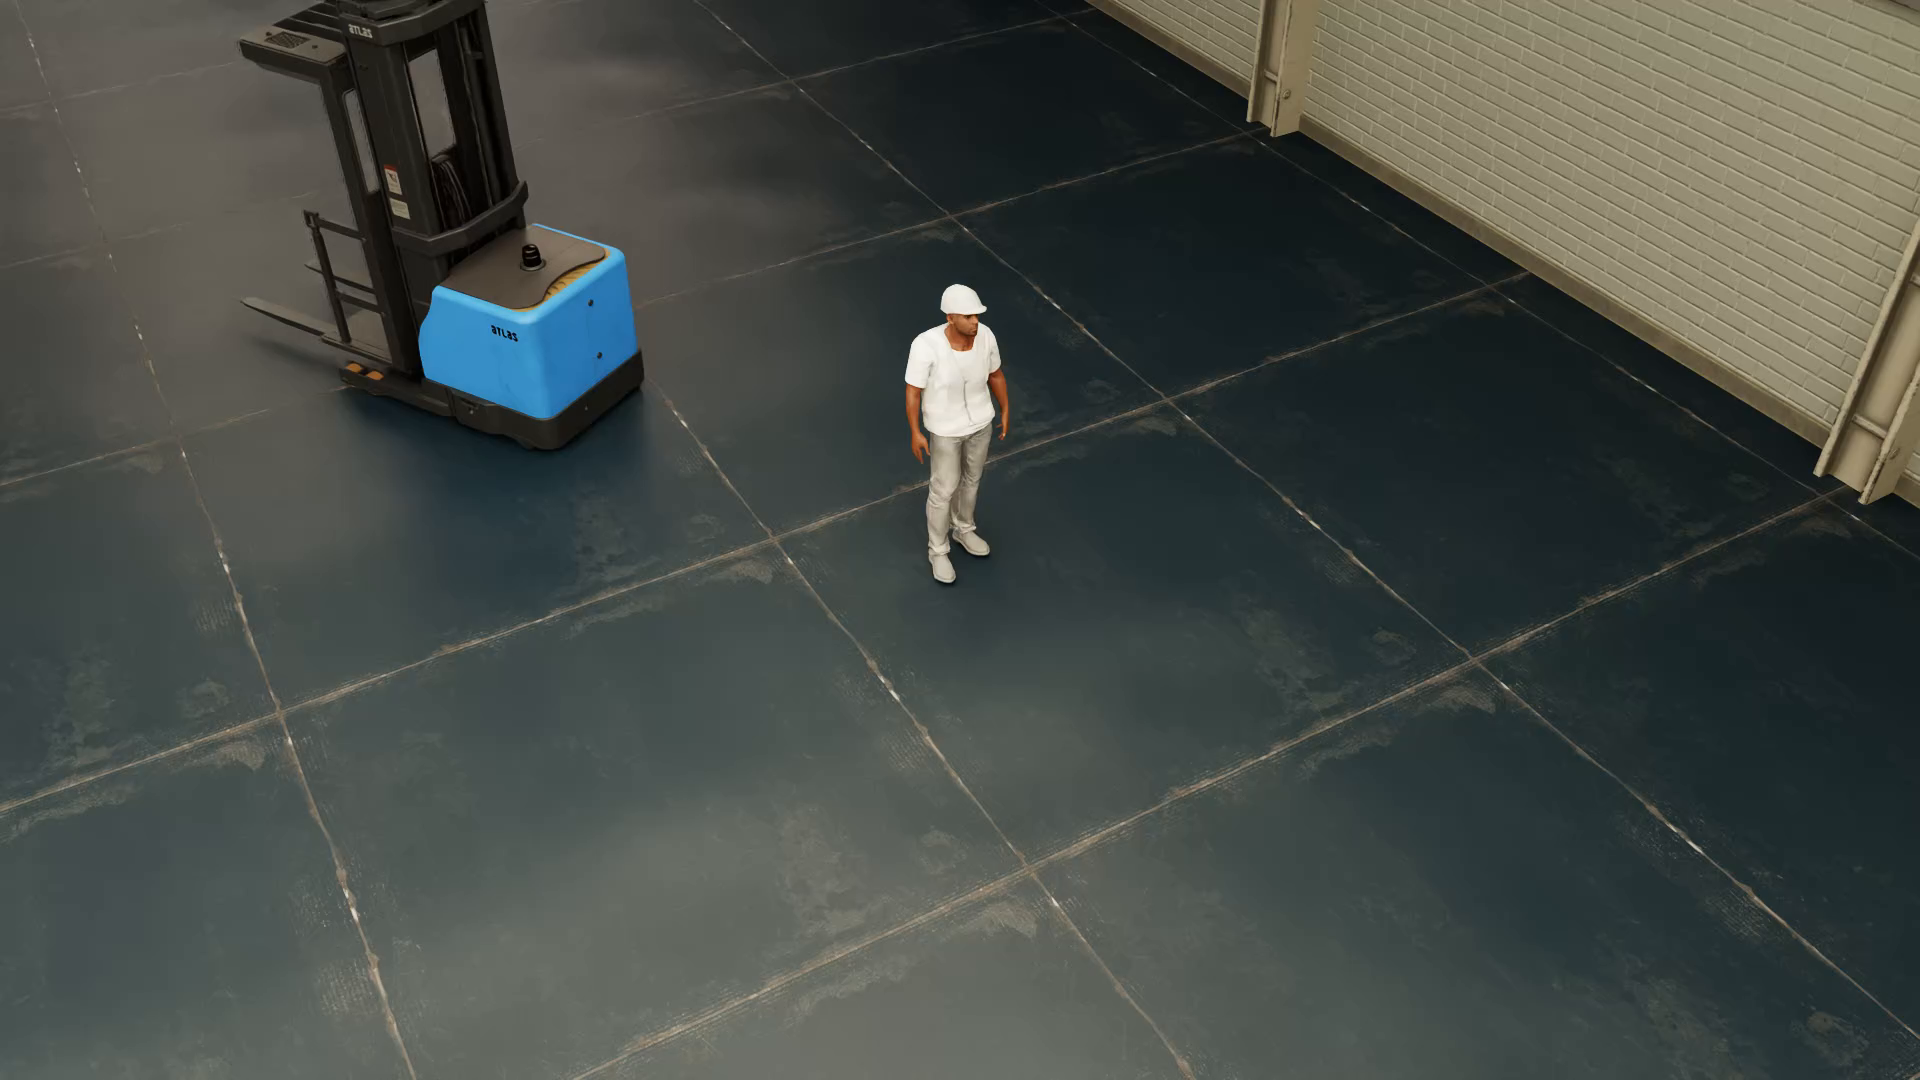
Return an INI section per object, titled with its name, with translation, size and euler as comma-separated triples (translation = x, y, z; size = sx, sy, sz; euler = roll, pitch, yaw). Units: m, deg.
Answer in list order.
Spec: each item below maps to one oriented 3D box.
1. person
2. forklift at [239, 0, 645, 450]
[person]
translation = 0.030, -0.645, 9.714
size = 0.665, 1.768, 0.575
euler = -20, 44, -23
[forklift]
translation = -3.734, -2.405, 10.935
size = 3.031, 2.935, 1.130
euler = 20, 44, 22
